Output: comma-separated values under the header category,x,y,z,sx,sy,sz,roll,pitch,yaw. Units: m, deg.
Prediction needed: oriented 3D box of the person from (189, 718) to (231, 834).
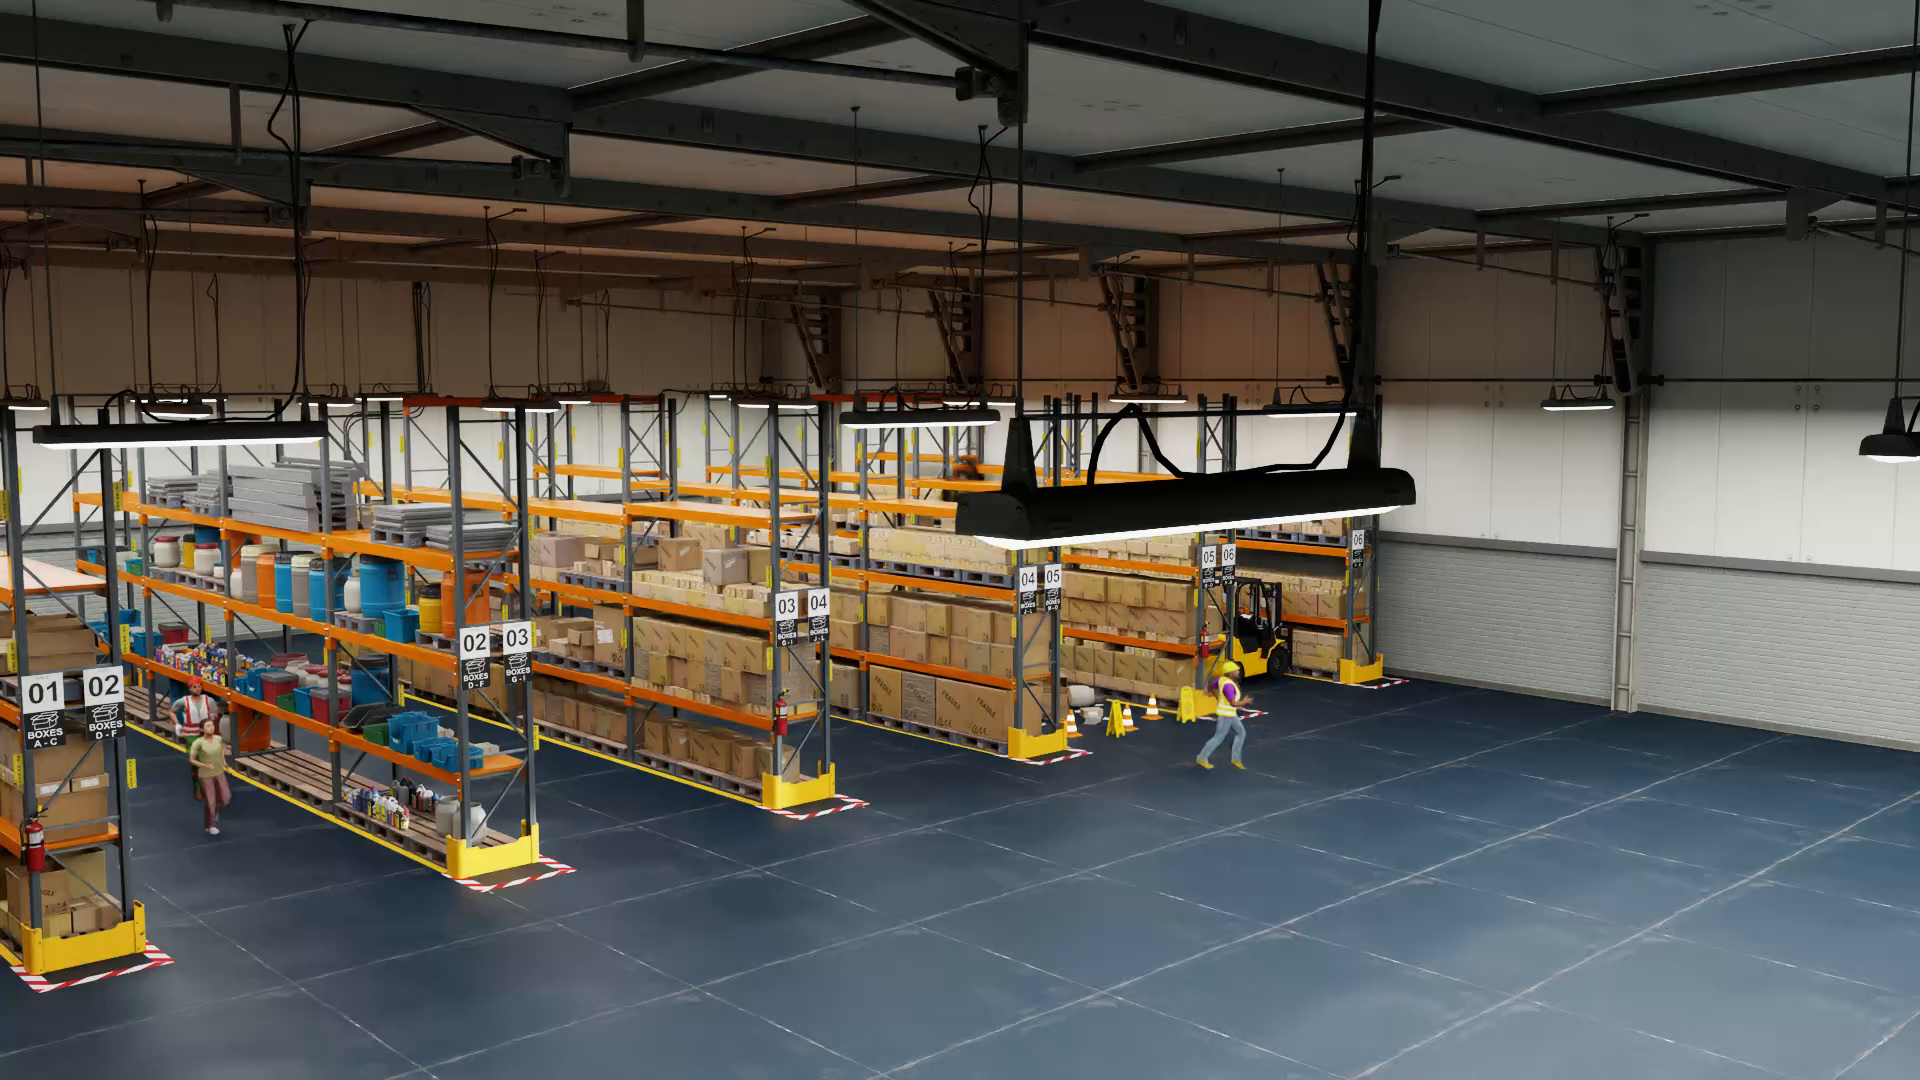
category,x,y,z,sx,sy,sz,roll,pitch,yaw
person,-10.425,3.289,23.171,0.542,1.622,0.576,4,7,38

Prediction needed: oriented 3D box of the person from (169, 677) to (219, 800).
category,x,y,z,sx,sy,sz,roll,pitch,yaw
person,-11.582,3.004,25.259,0.633,1.845,0.733,-5,7,-42

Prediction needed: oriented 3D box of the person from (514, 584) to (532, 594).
category,x,y,z,sx,sy,sz,roll,pitch,yaw
person,-10.585,1.661,40.107,0.575,1.594,0.871,5,7,39

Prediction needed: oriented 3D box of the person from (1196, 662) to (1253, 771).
category,x,y,z,sx,sy,sz,roll,pitch,yaw
person,4.275,2.860,26.868,0.905,1.812,0.710,1,6,6
